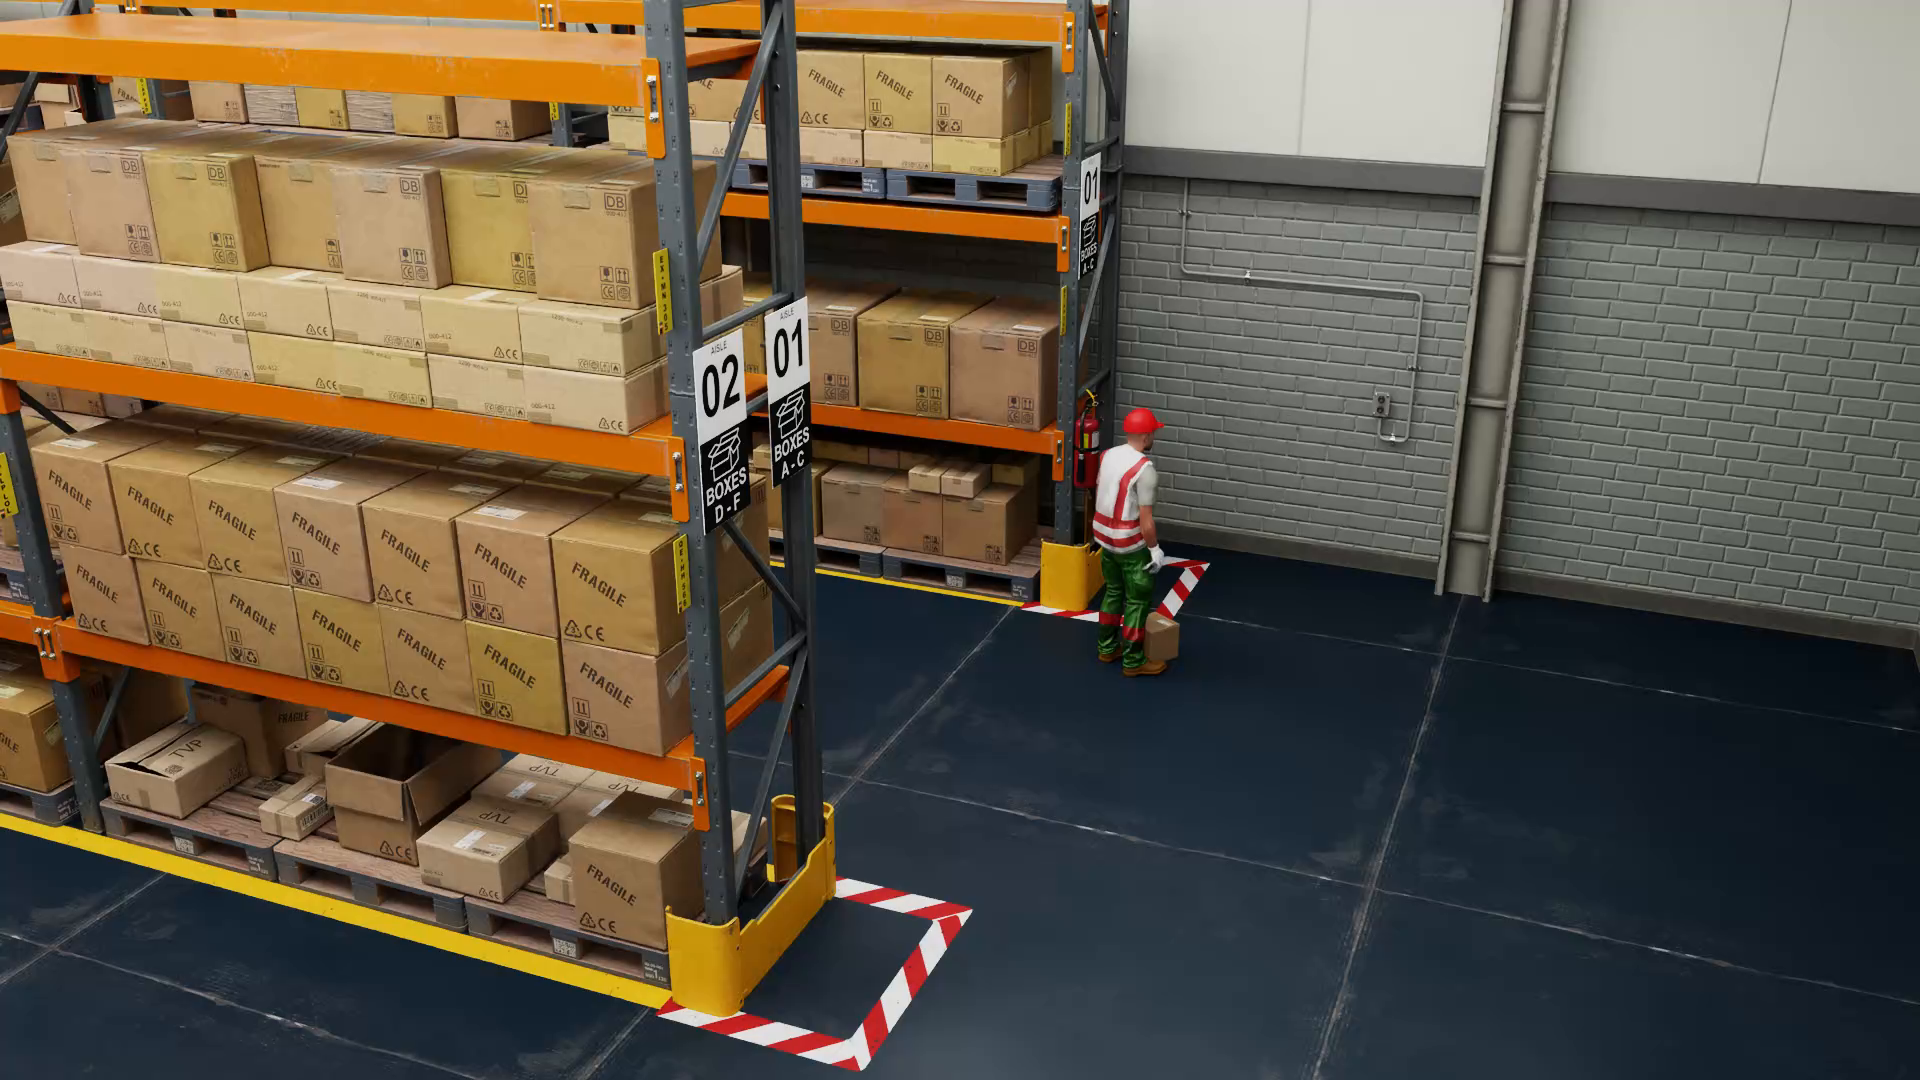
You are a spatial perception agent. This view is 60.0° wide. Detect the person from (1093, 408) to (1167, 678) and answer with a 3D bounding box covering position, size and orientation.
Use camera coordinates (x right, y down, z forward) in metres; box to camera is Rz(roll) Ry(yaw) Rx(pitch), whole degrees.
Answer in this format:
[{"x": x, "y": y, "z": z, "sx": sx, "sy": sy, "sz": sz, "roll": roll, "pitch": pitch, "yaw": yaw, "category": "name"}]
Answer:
[{"x": 1.115, "y": 0.005, "z": 10.903, "sx": 0.452, "sy": 1.779, "sz": 0.607, "roll": -13, "pitch": 25, "yaw": -28, "category": "person"}]
